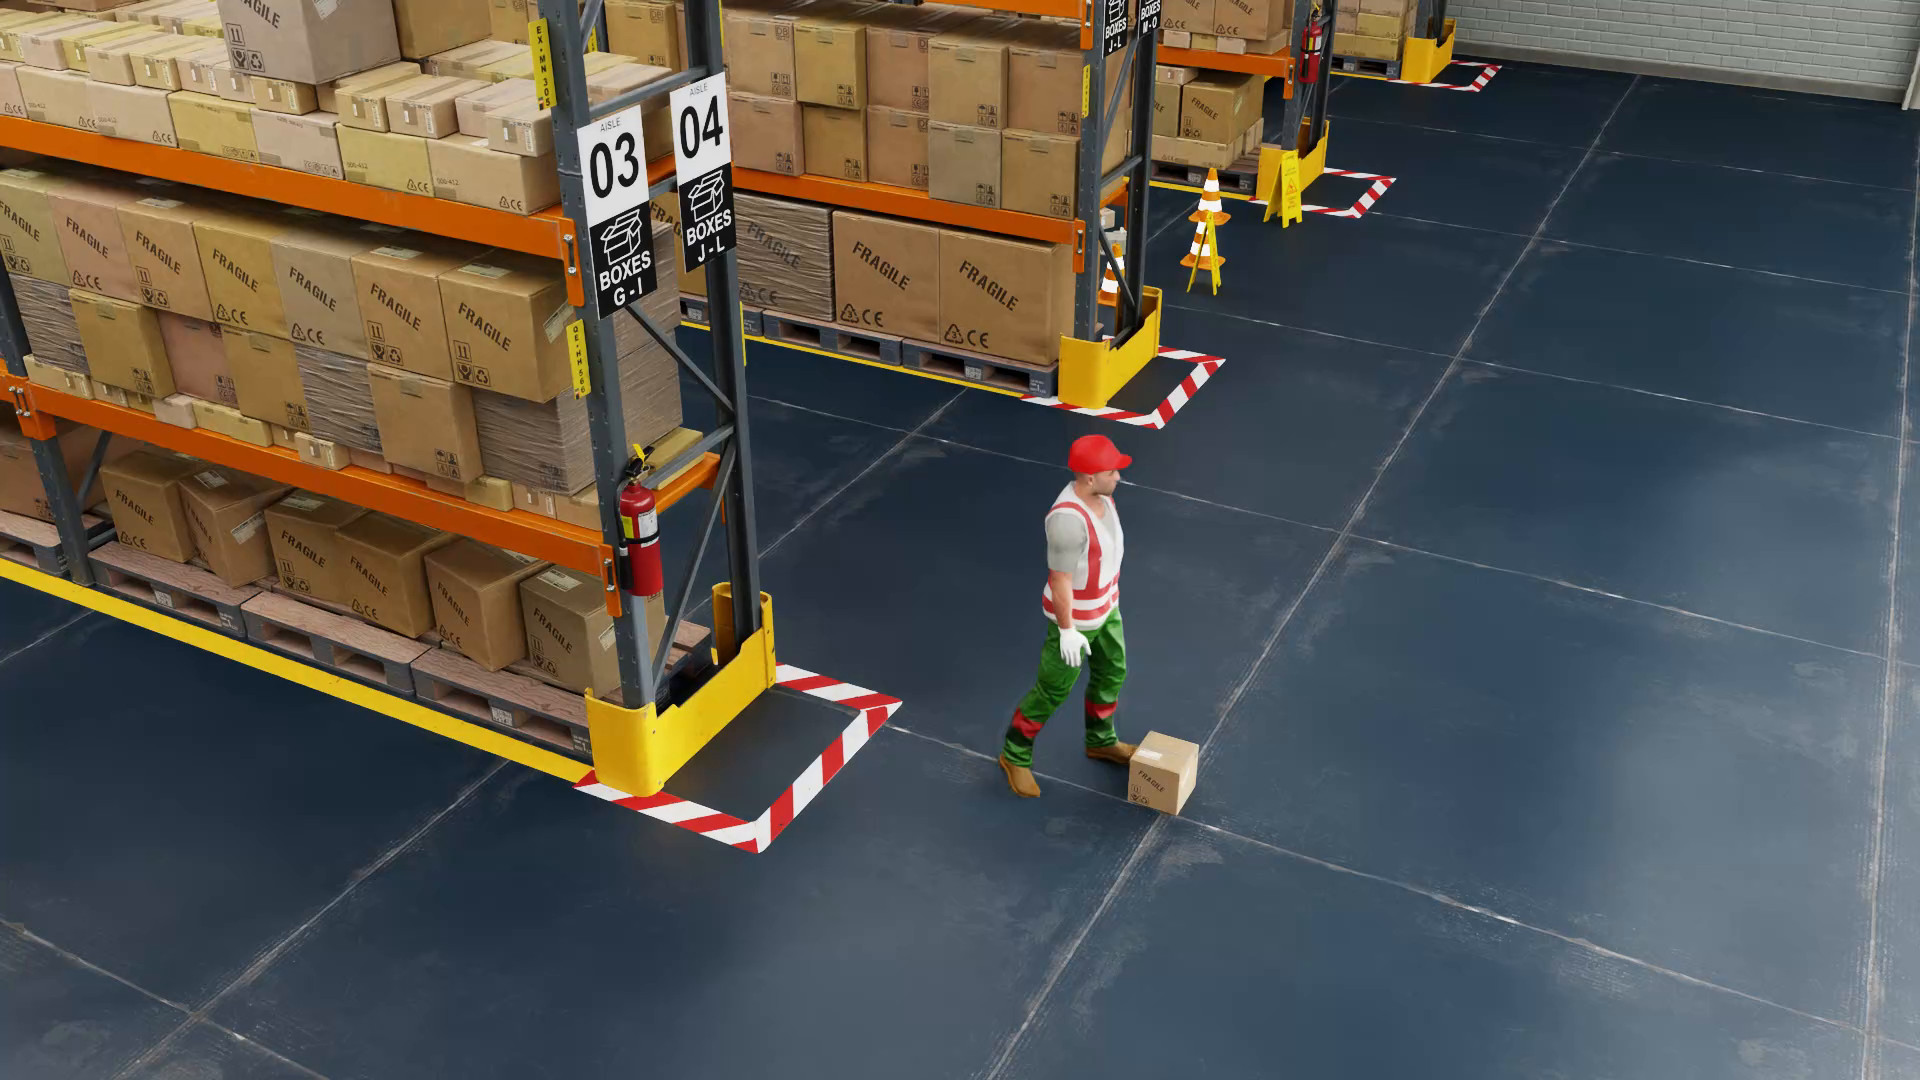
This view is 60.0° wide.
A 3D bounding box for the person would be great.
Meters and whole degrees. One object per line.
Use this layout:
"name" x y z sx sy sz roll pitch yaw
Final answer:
"person" 0.541 0.347 7.690 0.623 1.802 0.613 14 33 23
